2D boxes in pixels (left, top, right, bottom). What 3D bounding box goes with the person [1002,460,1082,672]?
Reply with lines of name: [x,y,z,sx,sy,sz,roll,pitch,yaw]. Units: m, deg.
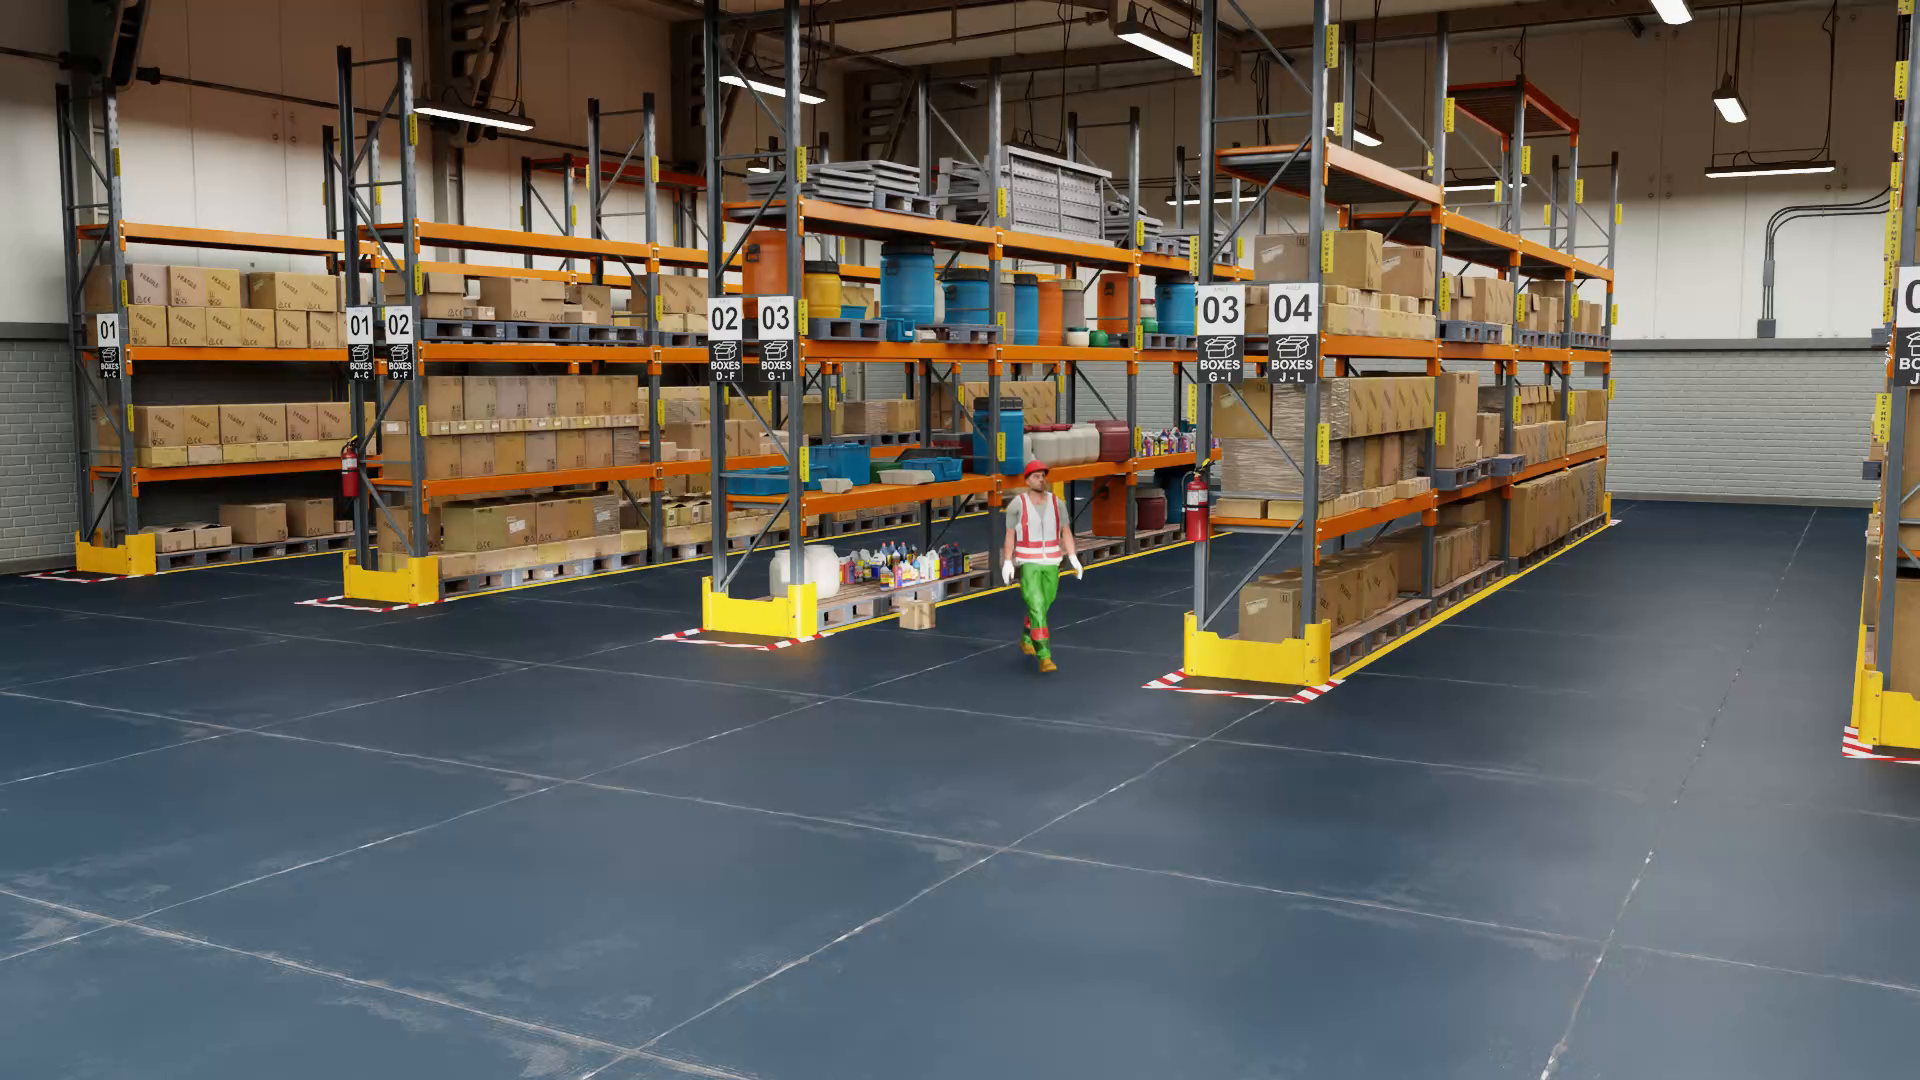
person: [0.701,0.198,14.052,0.585,1.743,1.047,-2,6,-19]
